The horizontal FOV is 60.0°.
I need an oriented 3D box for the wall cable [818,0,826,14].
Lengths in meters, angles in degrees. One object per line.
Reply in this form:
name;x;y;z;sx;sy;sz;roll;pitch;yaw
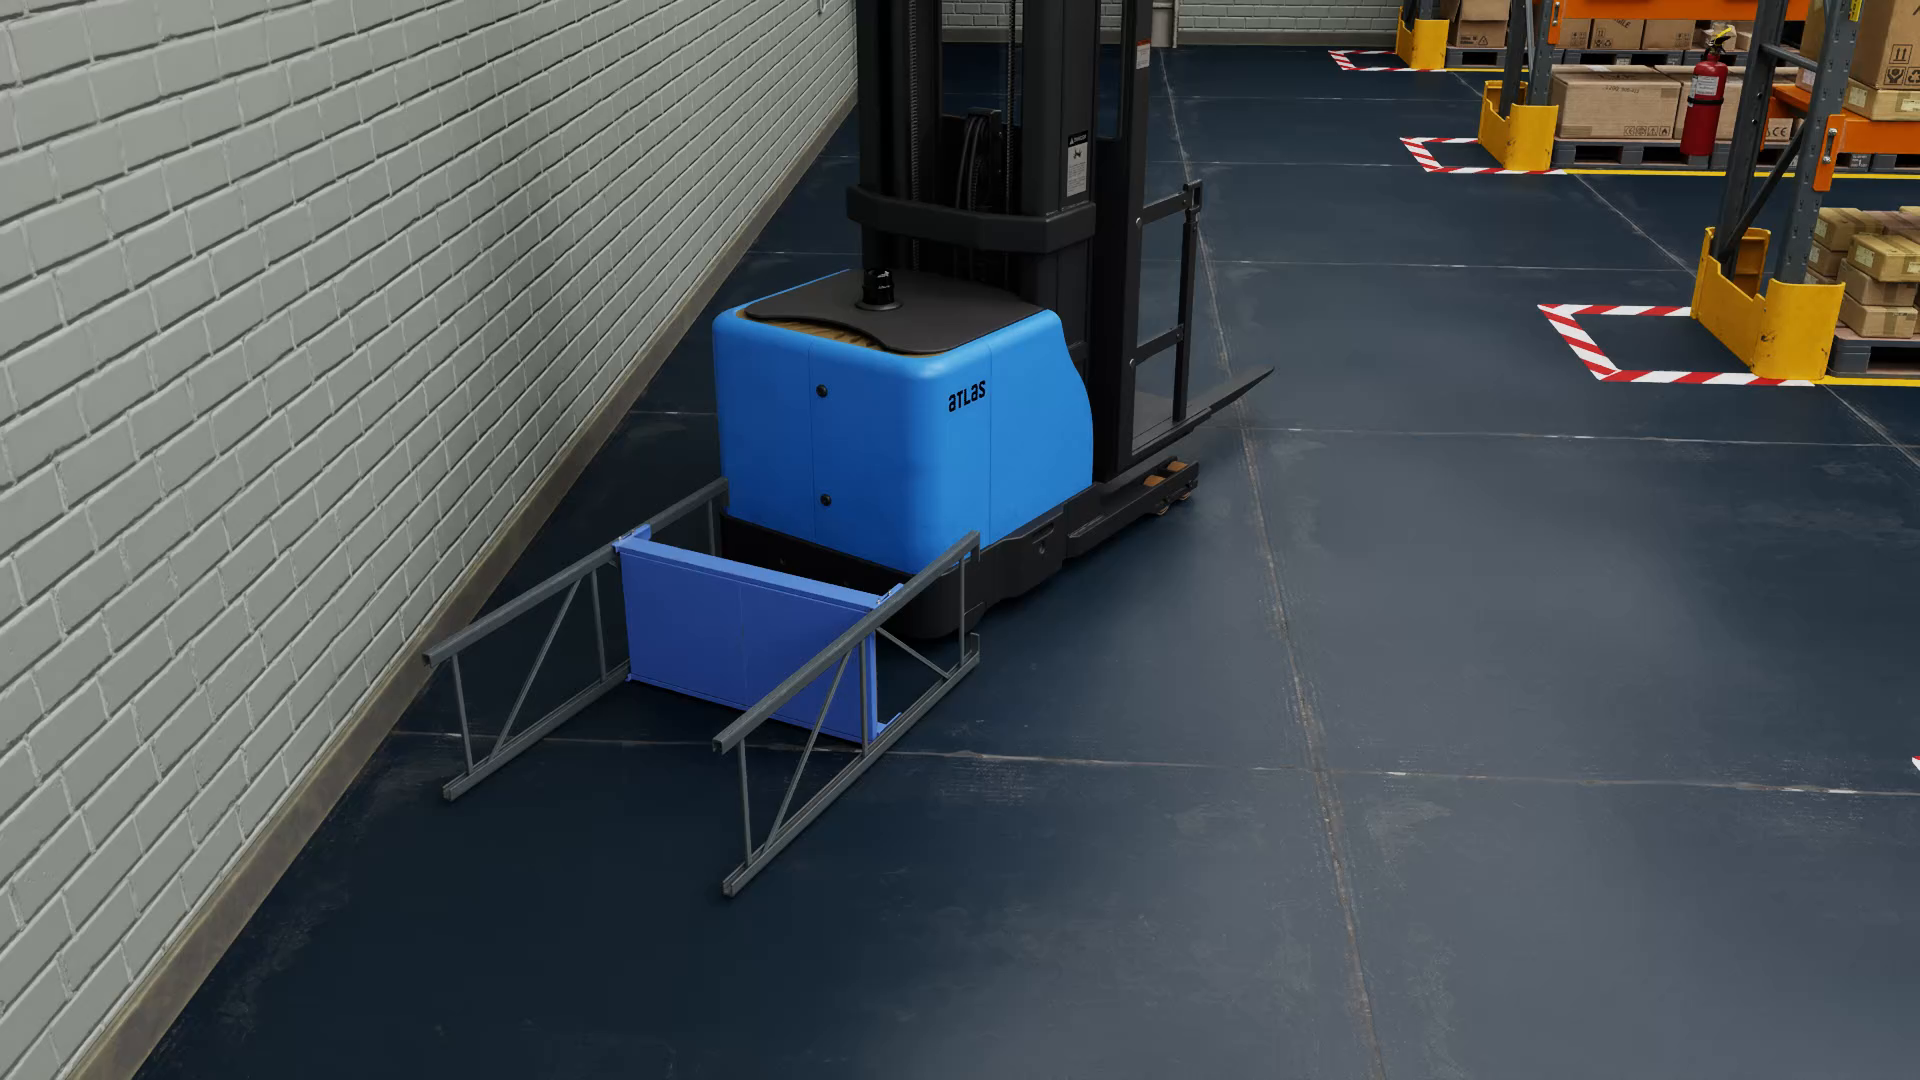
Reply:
wall cable;-1.098;-5.143;13.086;0.123;1.953;0.585;2;25;4

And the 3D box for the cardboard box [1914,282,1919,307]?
cardboard box;5.019;-1.305;8.550;0.250;0.149;0.380;2;25;4

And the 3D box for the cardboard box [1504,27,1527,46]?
cardboard box;5.926;-5.372;17.745;0.250;0.149;0.380;1;25;2

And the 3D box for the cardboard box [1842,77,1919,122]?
cardboard box;4.546;-2.169;8.176;0.250;0.149;0.380;2;25;4

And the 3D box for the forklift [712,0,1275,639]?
forklift;0.366;-1.542;6.595;1.130;2.935;3.031;17;30;32

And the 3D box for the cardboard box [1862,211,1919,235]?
cardboard box;5.041;-1.653;8.950;0.250;0.149;0.380;2;25;5

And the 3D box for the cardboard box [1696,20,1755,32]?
cardboard box;8.250;-5.526;17.886;0.500;0.311;0.500;3;25;6

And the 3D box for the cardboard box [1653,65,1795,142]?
cardboard box;6.105;-3.518;13.370;0.875;0.438;0.875;2;25;5

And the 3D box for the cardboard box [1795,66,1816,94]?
cardboard box;4.595;-2.423;8.729;0.250;0.149;0.380;2;25;4

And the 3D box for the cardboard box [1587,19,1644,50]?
cardboard box;6.874;-5.459;17.514;0.500;0.500;0.500;2;25;5

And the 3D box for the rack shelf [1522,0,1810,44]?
rack shelf;6.520;-4.106;12.945;4.000;0.370;1.077;2;25;4

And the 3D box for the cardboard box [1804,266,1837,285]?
cardboard box;4.789;-1.396;9.103;0.250;0.149;0.380;2;25;5

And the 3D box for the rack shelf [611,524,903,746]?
rack shelf;-0.661;0.310;5.433;1.000;0.538;0.185;12;27;25

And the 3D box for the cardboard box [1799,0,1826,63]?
cardboard box;4.716;-2.704;8.562;0.500;0.500;0.500;2;25;5

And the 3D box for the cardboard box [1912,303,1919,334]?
cardboard box;5.013;-1.201;8.681;0.250;0.149;0.380;2;25;4

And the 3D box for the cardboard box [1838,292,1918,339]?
cardboard box;4.746;-1.176;8.625;0.250;0.149;0.380;2;25;5

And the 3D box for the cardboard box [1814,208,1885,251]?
cardboard box;4.795;-1.685;9.019;0.250;0.149;0.380;2;25;5

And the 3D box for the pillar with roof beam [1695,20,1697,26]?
pillar with roof beam;7.936;-7.766;12.863;0.400;9.000;9.100;2;25;4

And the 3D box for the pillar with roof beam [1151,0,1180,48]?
pillar with roof beam;1.953;-7.958;13.280;0.400;9.000;9.100;2;25;4

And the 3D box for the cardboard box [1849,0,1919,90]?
cardboard box;4.674;-2.481;8.078;0.500;0.500;0.500;3;25;6

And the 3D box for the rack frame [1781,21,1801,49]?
rack frame;8.891;-6.437;17.152;0.127;3.000;1.000;2;25;4

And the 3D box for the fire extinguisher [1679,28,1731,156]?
fire extinguisher;4.032;-2.426;8.973;0.183;0.674;0.296;2;25;4

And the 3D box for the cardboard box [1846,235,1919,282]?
cardboard box;4.744;-1.438;8.482;0.250;0.149;0.380;1;25;2

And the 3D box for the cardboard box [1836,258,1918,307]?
cardboard box;4.751;-1.337;8.620;0.250;0.149;0.380;3;25;6

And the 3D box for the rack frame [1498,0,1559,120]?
rack frame;4.526;-4.496;12.934;0.127;3.000;1.000;2;25;4

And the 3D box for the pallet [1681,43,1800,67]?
pallet;8.206;-5.193;17.783;1.213;0.211;1.003;2;25;4

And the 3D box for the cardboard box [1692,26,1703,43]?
cardboard box;7.818;-5.467;17.950;0.250;0.149;0.380;2;25;3

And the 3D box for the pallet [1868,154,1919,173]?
pallet;7.762;-3.159;13.362;1.213;0.211;1.003;2;25;4

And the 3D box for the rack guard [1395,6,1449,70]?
rack guard;4.978;-5.427;17.947;0.348;0.500;1.175;2;25;4

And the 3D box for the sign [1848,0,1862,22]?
sign;4.206;-2.597;7.770;0.005;0.325;0.100;2;25;4

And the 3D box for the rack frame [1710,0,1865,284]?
rack frame;4.248;-2.430;8.443;0.127;3.000;1.000;2;25;4

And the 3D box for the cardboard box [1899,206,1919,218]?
cardboard box;5.309;-1.697;9.047;0.250;0.149;0.380;1;25;3

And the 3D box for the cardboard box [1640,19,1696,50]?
cardboard box;7.389;-5.485;17.569;0.500;0.500;0.700;1;25;2

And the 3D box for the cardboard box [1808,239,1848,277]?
cardboard box;4.796;-1.563;9.111;0.250;0.149;0.380;1;25;3

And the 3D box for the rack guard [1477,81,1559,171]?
rack guard;4.502;-3.362;13.458;0.348;0.500;1.175;2;25;4

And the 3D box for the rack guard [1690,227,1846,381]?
rack guard;4.324;-1.292;8.960;0.348;0.500;1.175;2;25;4

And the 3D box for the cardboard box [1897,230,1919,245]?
cardboard box;5.028;-1.479;8.572;0.250;0.149;0.380;2;25;5

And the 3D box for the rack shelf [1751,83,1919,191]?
rack shelf;6.242;-2.039;8.454;4.000;0.370;1.077;2;25;4

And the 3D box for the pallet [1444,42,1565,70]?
pallet;5.773;-5.271;17.953;1.213;0.211;1.003;2;25;4

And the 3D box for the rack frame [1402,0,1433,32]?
rack frame;4.902;-6.565;17.430;0.127;3.000;1.000;2;25;4

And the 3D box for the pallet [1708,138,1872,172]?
pallet;6.542;-3.197;13.444;1.213;0.211;1.003;2;25;4

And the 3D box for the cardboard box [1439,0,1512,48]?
cardboard box;5.505;-5.563;17.735;0.637;0.503;0.797;1;25;2

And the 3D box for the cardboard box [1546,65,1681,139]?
cardboard box;5.192;-3.544;13.426;0.875;0.438;0.875;1;25;2

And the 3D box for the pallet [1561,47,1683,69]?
pallet;6.986;-5.231;17.866;1.213;0.211;1.003;2;25;4

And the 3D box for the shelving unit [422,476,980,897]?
shelving unit;-0.744;0.376;5.288;1.048;0.538;1.500;12;27;25

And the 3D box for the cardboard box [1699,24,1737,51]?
cardboard box;7.957;-5.293;17.433;0.258;0.266;0.396;3;25;6

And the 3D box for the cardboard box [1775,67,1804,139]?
cardboard box;7.004;-3.489;13.306;0.875;0.438;0.875;1;25;2

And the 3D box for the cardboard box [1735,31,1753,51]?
cardboard box;8.313;-5.228;17.432;0.250;0.149;0.380;1;25;2

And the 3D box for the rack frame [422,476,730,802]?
rack frame;-1.195;0.278;5.501;0.032;0.500;1.500;12;27;25

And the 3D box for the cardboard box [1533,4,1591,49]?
cardboard box;6.354;-5.518;17.641;0.500;0.500;0.700;3;25;6

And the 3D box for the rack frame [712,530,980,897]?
rack frame;-0.293;0.474;5.075;0.032;0.500;1.500;12;27;25

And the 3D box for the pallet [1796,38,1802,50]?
pallet;9.704;-5.160;17.712;1.213;0.211;1.003;2;25;4

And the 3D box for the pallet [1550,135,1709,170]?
pallet;5.329;-3.237;13.532;1.213;0.211;1.003;2;25;4

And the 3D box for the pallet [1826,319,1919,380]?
pallet;5.131;-1.120;8.932;1.213;0.211;1.003;2;25;4

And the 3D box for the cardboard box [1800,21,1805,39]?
cardboard box;9.403;-5.600;17.820;0.500;0.500;0.500;2;25;4
